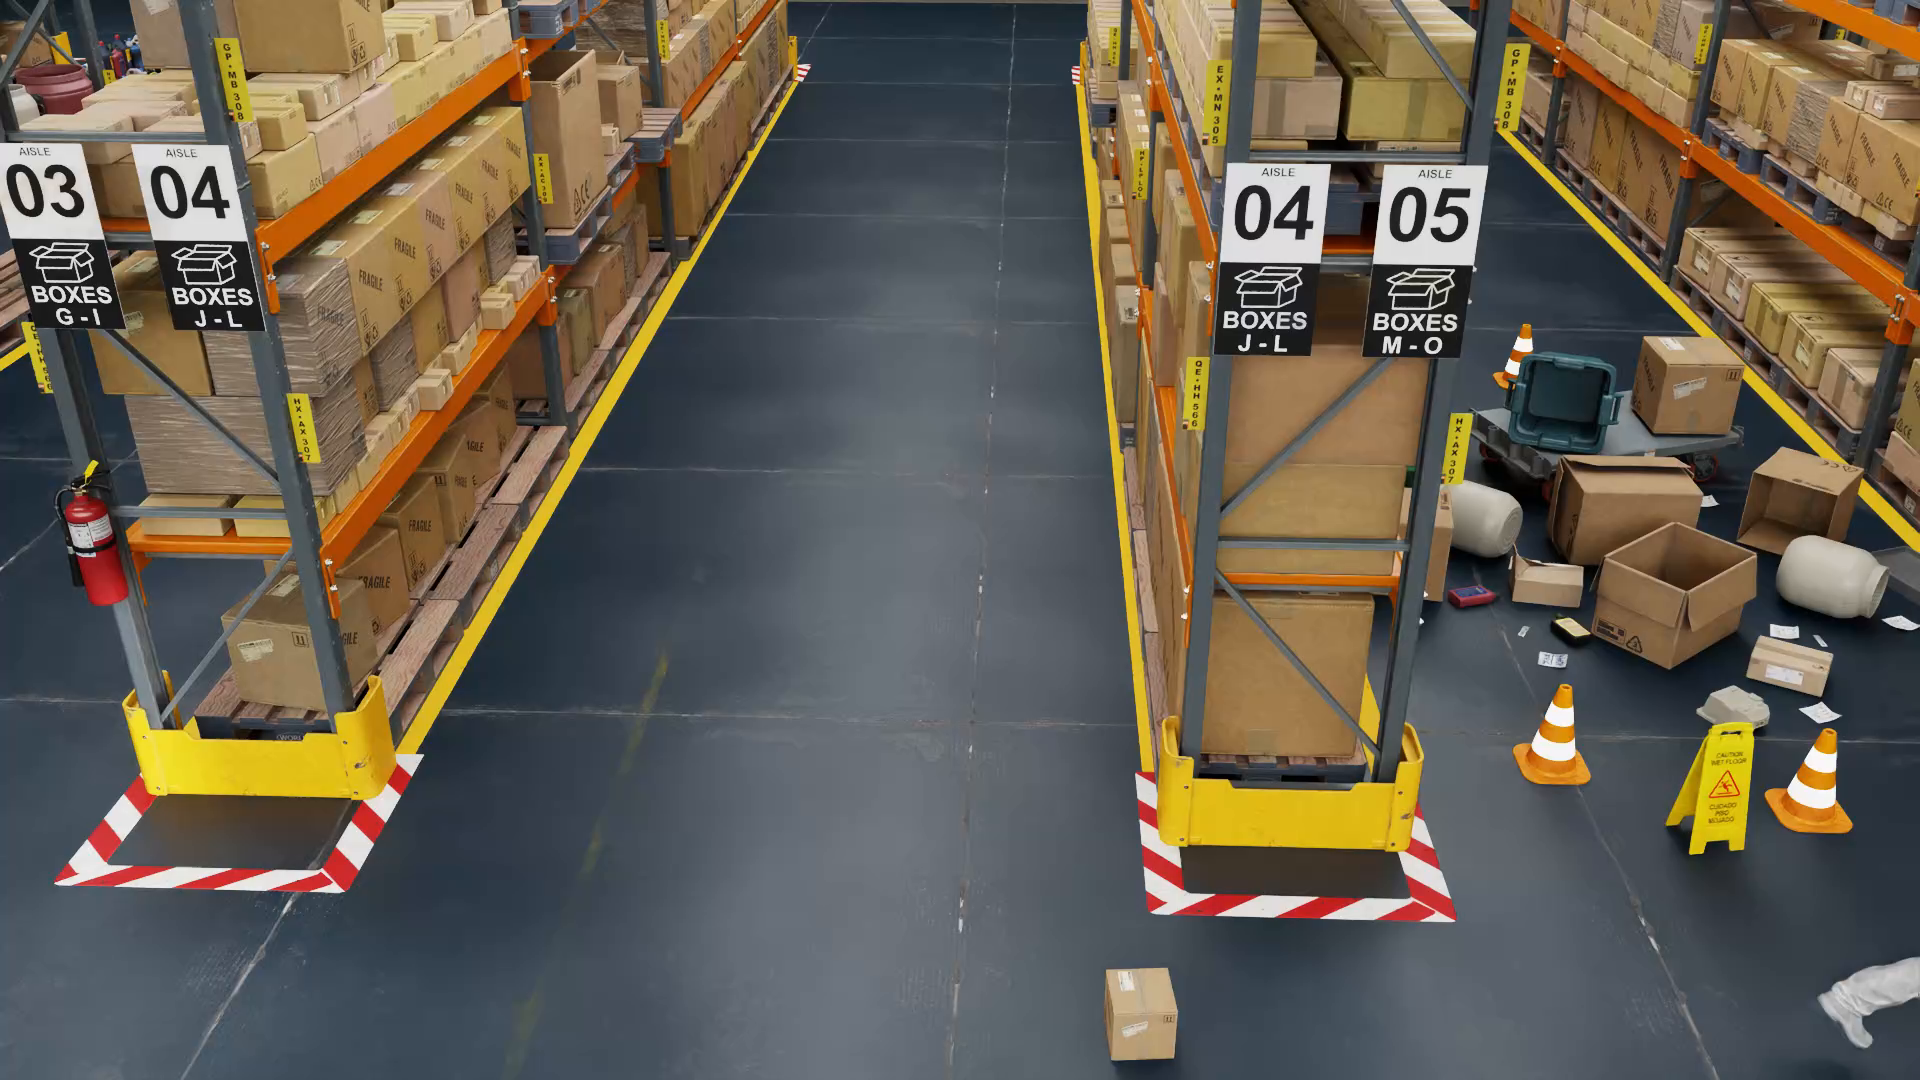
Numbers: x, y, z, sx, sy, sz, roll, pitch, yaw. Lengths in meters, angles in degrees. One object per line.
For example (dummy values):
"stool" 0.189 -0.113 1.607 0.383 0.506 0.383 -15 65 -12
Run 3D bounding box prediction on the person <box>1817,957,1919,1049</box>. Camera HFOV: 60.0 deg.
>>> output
"person" 3.748 1.332 6.053 0.866 1.755 0.554 5 28 10
